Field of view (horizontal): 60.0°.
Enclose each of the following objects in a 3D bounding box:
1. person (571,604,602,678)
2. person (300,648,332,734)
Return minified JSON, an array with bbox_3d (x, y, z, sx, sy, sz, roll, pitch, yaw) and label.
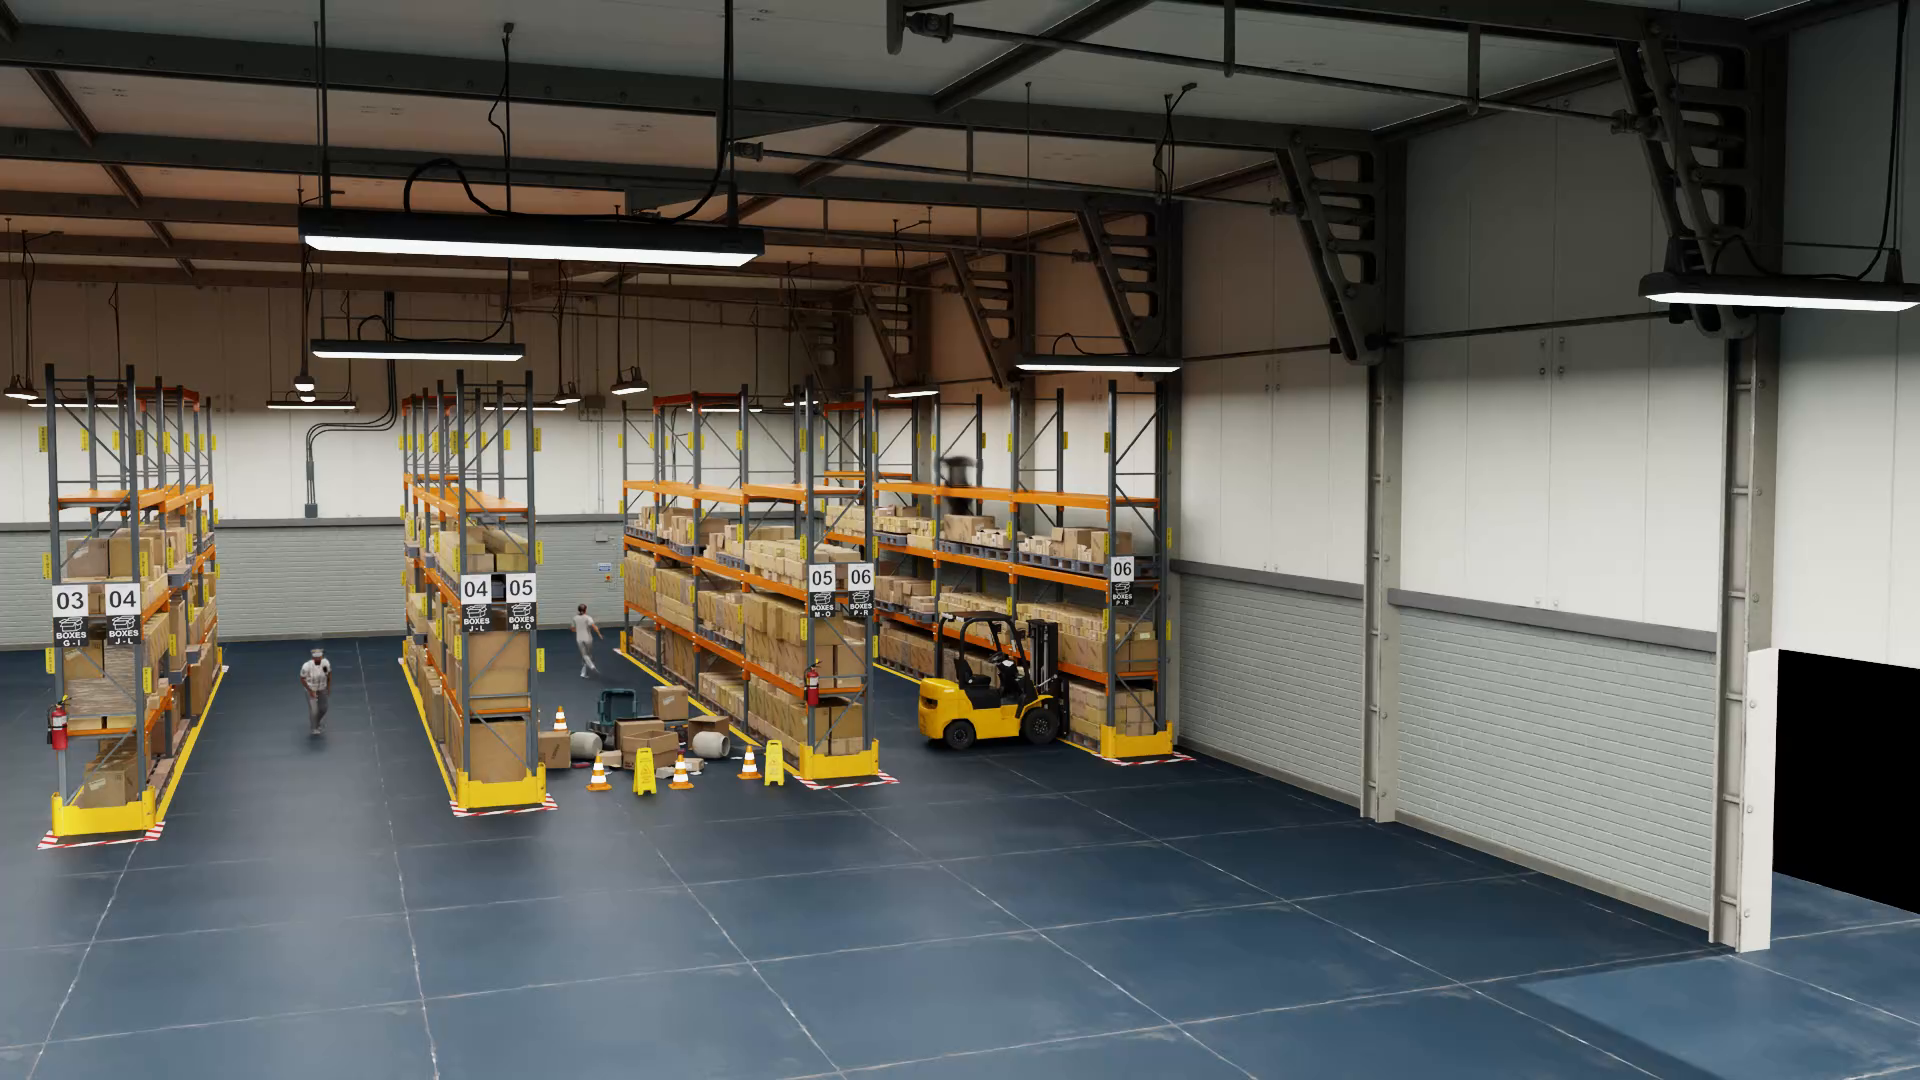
[{"bbox_3d":[-7.953,2.167,35.342,0.679,1.606,0.626,0,3,-3],"label":"person"},{"bbox_3d":[-11.050,2.578,28.551,0.829,1.512,0.599,3,5,43],"label":"person"}]
